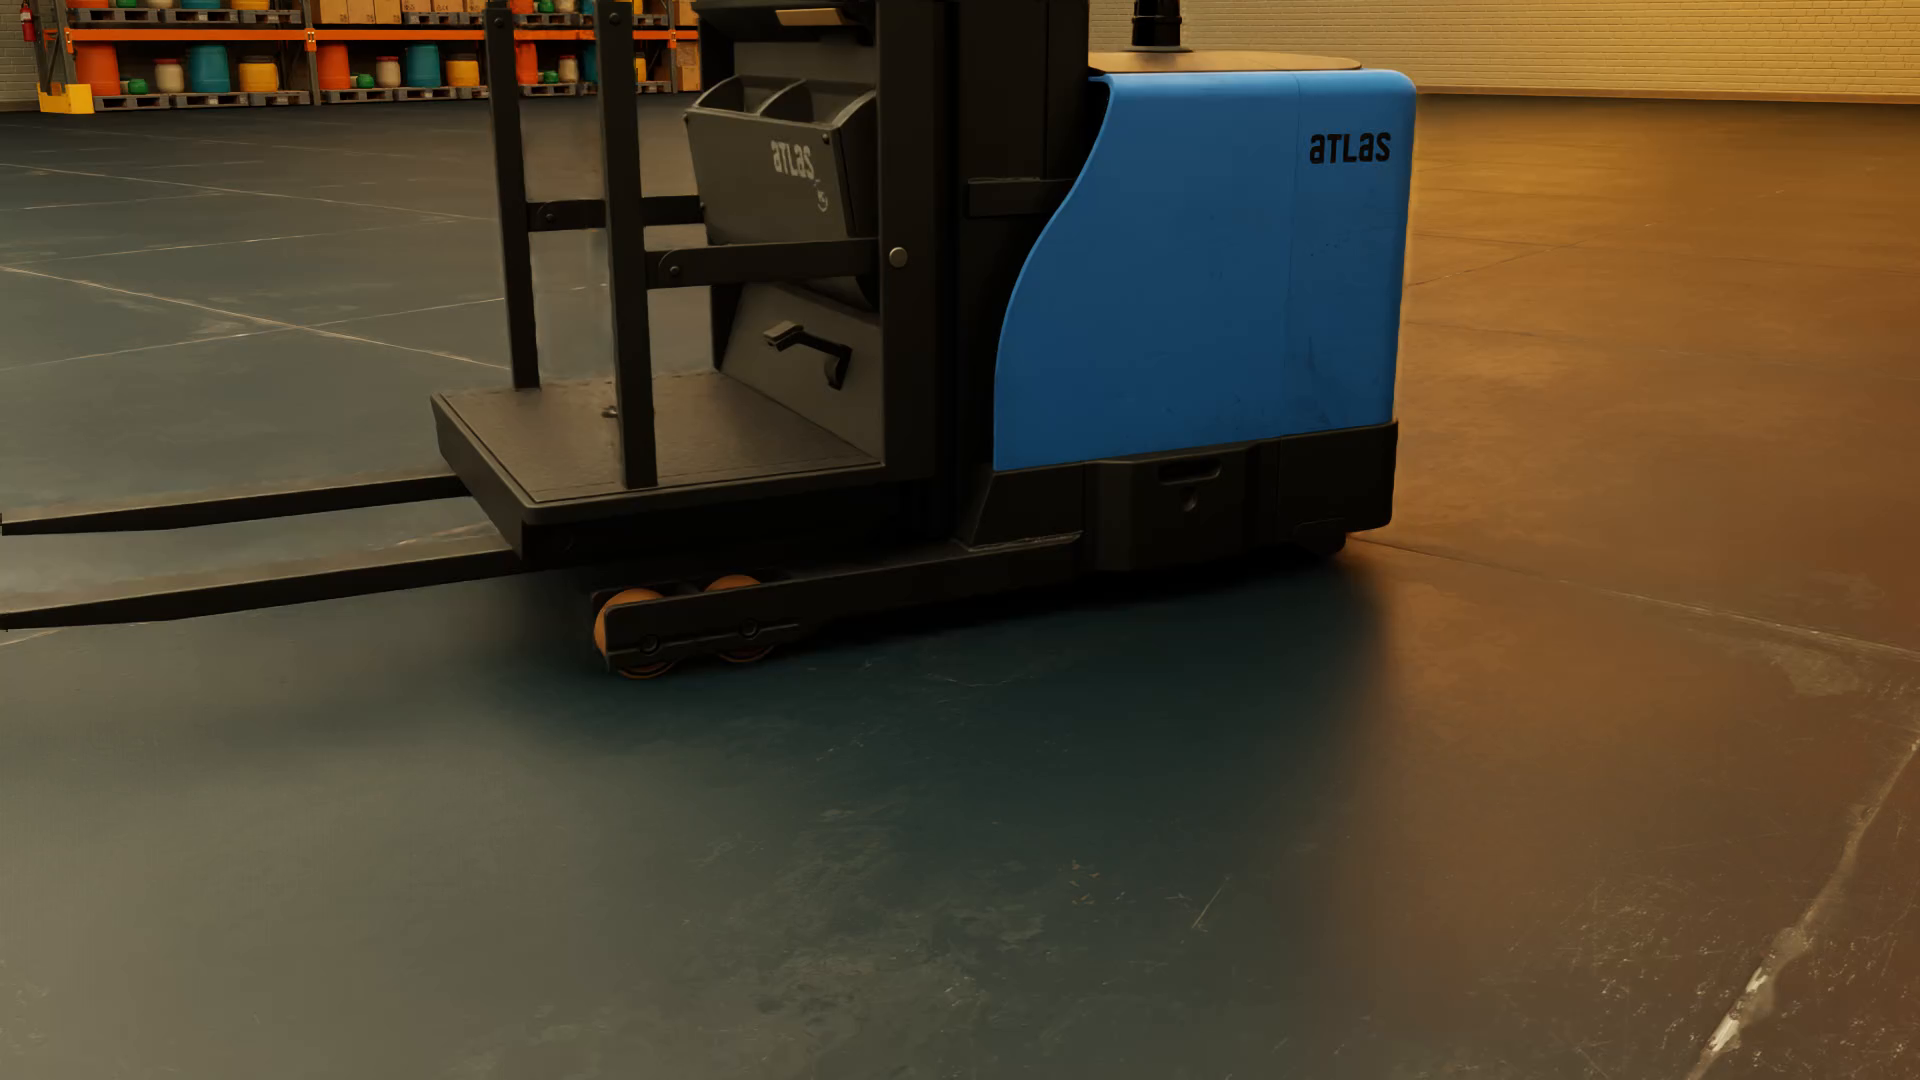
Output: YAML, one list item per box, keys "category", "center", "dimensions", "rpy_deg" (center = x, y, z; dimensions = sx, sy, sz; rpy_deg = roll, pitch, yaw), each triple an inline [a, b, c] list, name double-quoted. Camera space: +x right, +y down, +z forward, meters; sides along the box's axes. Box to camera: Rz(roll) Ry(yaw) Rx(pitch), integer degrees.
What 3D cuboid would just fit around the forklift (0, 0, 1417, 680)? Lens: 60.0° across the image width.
- category: "forklift"
  center: [-0.558, -1.318, 3.237]
  dimensions: [3.031, 2.935, 1.130]
  rpy_deg: [-8, 19, -25]
